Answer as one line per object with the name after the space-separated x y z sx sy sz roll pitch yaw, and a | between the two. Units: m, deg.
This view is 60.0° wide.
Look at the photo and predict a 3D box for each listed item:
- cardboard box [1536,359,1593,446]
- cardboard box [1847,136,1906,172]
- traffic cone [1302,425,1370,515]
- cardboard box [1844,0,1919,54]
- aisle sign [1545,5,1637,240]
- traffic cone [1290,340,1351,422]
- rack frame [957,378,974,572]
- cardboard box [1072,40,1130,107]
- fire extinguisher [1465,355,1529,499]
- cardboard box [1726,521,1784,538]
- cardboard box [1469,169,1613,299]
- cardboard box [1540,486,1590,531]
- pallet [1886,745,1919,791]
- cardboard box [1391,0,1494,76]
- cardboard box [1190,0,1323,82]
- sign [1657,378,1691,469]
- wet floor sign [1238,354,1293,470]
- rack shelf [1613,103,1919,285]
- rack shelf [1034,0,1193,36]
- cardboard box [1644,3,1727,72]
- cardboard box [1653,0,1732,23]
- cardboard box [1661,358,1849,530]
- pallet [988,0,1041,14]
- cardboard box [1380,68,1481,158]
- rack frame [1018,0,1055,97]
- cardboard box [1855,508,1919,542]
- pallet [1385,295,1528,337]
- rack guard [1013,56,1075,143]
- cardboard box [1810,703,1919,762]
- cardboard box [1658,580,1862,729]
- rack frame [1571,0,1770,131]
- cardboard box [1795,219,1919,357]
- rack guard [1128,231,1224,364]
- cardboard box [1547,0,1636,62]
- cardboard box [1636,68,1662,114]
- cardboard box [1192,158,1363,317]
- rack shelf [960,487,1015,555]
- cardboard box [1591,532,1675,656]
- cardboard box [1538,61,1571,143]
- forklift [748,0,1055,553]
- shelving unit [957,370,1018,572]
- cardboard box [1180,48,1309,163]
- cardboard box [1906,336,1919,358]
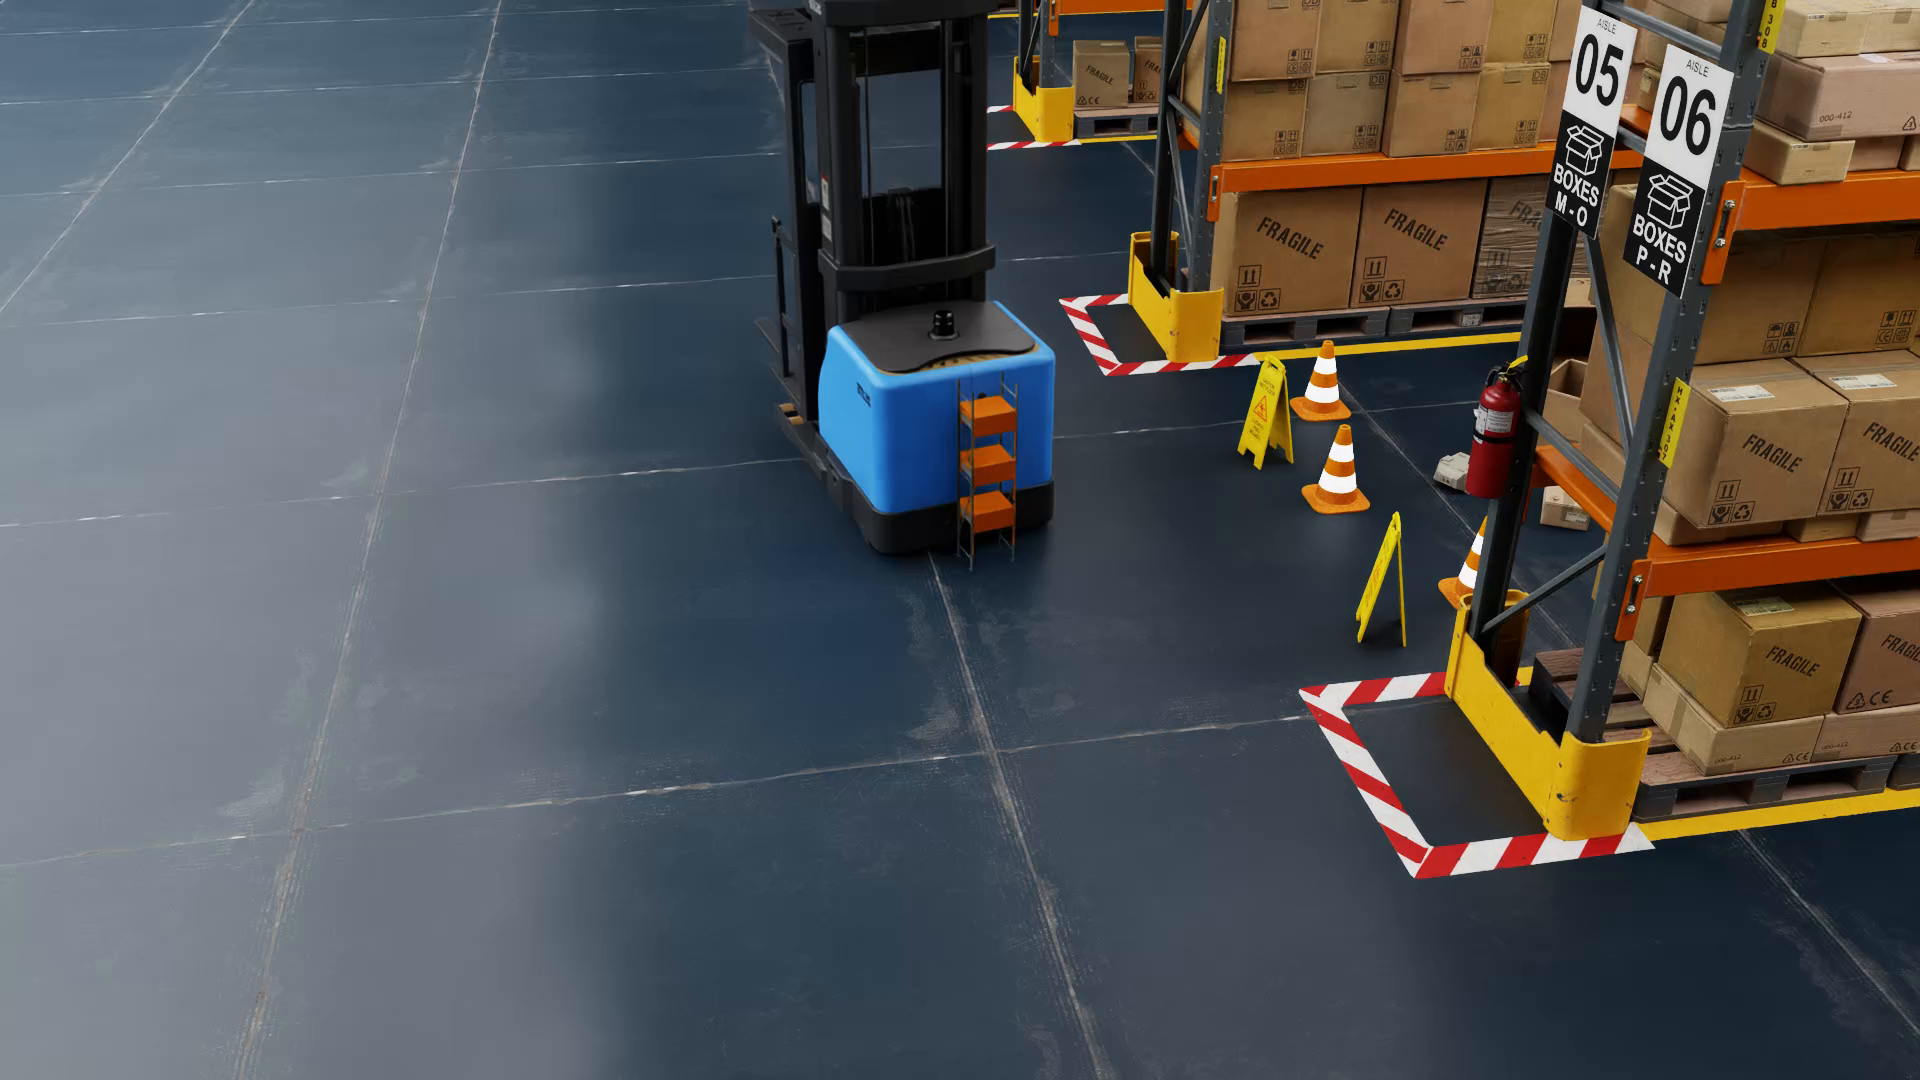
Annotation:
3.768 -0.669 9.781 0.797 0.503 0.637 23 37 33 | cardboard box
3.124 -1.444 5.925 0.250 0.149 0.380 -6 31 -10 | cardboard box
2.153 -0.433 9.421 0.334 0.463 0.336 -5 31 -9 | traffic cone
3.128 -1.812 5.765 0.250 0.149 0.380 -5 31 -9 | cardboard box
2.383 -1.582 6.306 0.004 0.787 0.394 -5 31 -9 | aisle sign
2.284 -1.028 10.432 0.334 0.463 0.336 -5 31 -9 | traffic cone
0.027 -0.327 8.661 0.008 1.050 0.200 -12 33 -20 | rack frame
1.329 -4.415 15.742 0.500 0.500 0.500 0 30 0 | cardboard box
2.301 -0.508 7.121 0.183 0.674 0.296 -5 31 -9 | fire extinguisher
3.114 -0.172 6.721 0.250 0.149 0.380 -5 31 -8 | cardboard box
3.923 -2.305 11.782 0.875 0.875 0.875 -5 31 -9 | cardboard box
3.421 -0.220 9.368 0.250 0.149 0.380 10 32 17 | cardboard box
4.574 0.707 7.730 1.213 0.211 1.003 -5 31 -9 | pallet
2.977 -3.405 10.759 0.550 0.550 0.875 -5 31 -9 | cardboard box
1.878 -3.326 10.623 0.550 0.550 0.875 -5 31 -9 | cardboard box
2.594 -0.425 6.049 0.005 0.325 0.100 -5 31 -9 | sign
1.834 -0.776 9.824 0.232 0.644 0.267 -11 32 -17 | wet floor sign
4.464 -1.488 6.461 4.000 0.370 1.077 -5 31 -9 | rack shelf
2.679 -5.136 15.625 4.000 0.370 1.077 -5 31 -9 | rack shelf
2.951 -1.860 6.239 0.500 0.250 0.500 -6 31 -10 | cardboard box
2.776 -2.029 6.133 0.250 0.149 0.380 -5 31 -8 | cardboard box
3.012 -0.398 6.466 0.500 0.500 0.500 -6 31 -10 | cardboard box
0.686 -6.632 20.212 1.213 0.211 1.003 -5 31 -9 | pallet
2.973 -2.952 11.053 0.550 0.550 0.875 -5 31 -9 | cardboard box
0.712 -5.263 15.132 0.127 3.000 1.000 -5 31 -9 | rack frame
3.647 -0.156 6.694 0.250 0.149 0.380 -5 31 -8 | cardboard box
3.476 -1.801 11.994 1.213 0.211 1.003 -5 31 -9 | pallet
0.786 -4.193 15.777 0.348 0.500 1.175 -5 31 -9 | rack guard
3.843 0.703 7.283 0.500 0.250 0.500 -4 31 -7 | cardboard box
3.363 0.421 7.024 0.500 0.500 0.500 -6 31 -11 | cardboard box
2.497 -2.908 5.208 0.127 3.000 1.000 -5 31 -9 | rack frame
3.459 -1.122 6.711 0.500 0.500 0.700 -5 31 -8 | cardboard box
1.482 -1.701 11.540 0.348 0.500 1.175 -5 31 -9 | rack guard
3.995 -3.571 11.040 0.550 0.550 0.875 -5 31 -9 | cardboard box
2.797 -1.679 6.325 0.250 0.149 0.380 -5 31 -9 | cardboard box
2.161 -2.141 11.504 0.875 0.875 0.875 -5 31 -9 | cardboard box
0.140 -0.102 8.848 0.240 0.259 0.215 -12 33 -20 | rack shelf
3.238 0.156 7.475 0.500 0.500 0.500 -5 31 -9 | cardboard box
3.990 -3.119 11.337 0.550 0.550 0.875 -5 31 -9 | cardboard box
-0.505 -1.924 9.520 1.130 2.935 3.031 -12 32 -19 | forklift
0.140 -0.351 8.702 0.252 1.050 0.215 -12 33 -20 | shelving unit
1.862 -2.902 10.968 0.550 0.550 0.875 -5 31 -9 | cardboard box
4.022 -0.494 6.630 0.500 0.500 0.500 -6 31 -10 | cardboard box
